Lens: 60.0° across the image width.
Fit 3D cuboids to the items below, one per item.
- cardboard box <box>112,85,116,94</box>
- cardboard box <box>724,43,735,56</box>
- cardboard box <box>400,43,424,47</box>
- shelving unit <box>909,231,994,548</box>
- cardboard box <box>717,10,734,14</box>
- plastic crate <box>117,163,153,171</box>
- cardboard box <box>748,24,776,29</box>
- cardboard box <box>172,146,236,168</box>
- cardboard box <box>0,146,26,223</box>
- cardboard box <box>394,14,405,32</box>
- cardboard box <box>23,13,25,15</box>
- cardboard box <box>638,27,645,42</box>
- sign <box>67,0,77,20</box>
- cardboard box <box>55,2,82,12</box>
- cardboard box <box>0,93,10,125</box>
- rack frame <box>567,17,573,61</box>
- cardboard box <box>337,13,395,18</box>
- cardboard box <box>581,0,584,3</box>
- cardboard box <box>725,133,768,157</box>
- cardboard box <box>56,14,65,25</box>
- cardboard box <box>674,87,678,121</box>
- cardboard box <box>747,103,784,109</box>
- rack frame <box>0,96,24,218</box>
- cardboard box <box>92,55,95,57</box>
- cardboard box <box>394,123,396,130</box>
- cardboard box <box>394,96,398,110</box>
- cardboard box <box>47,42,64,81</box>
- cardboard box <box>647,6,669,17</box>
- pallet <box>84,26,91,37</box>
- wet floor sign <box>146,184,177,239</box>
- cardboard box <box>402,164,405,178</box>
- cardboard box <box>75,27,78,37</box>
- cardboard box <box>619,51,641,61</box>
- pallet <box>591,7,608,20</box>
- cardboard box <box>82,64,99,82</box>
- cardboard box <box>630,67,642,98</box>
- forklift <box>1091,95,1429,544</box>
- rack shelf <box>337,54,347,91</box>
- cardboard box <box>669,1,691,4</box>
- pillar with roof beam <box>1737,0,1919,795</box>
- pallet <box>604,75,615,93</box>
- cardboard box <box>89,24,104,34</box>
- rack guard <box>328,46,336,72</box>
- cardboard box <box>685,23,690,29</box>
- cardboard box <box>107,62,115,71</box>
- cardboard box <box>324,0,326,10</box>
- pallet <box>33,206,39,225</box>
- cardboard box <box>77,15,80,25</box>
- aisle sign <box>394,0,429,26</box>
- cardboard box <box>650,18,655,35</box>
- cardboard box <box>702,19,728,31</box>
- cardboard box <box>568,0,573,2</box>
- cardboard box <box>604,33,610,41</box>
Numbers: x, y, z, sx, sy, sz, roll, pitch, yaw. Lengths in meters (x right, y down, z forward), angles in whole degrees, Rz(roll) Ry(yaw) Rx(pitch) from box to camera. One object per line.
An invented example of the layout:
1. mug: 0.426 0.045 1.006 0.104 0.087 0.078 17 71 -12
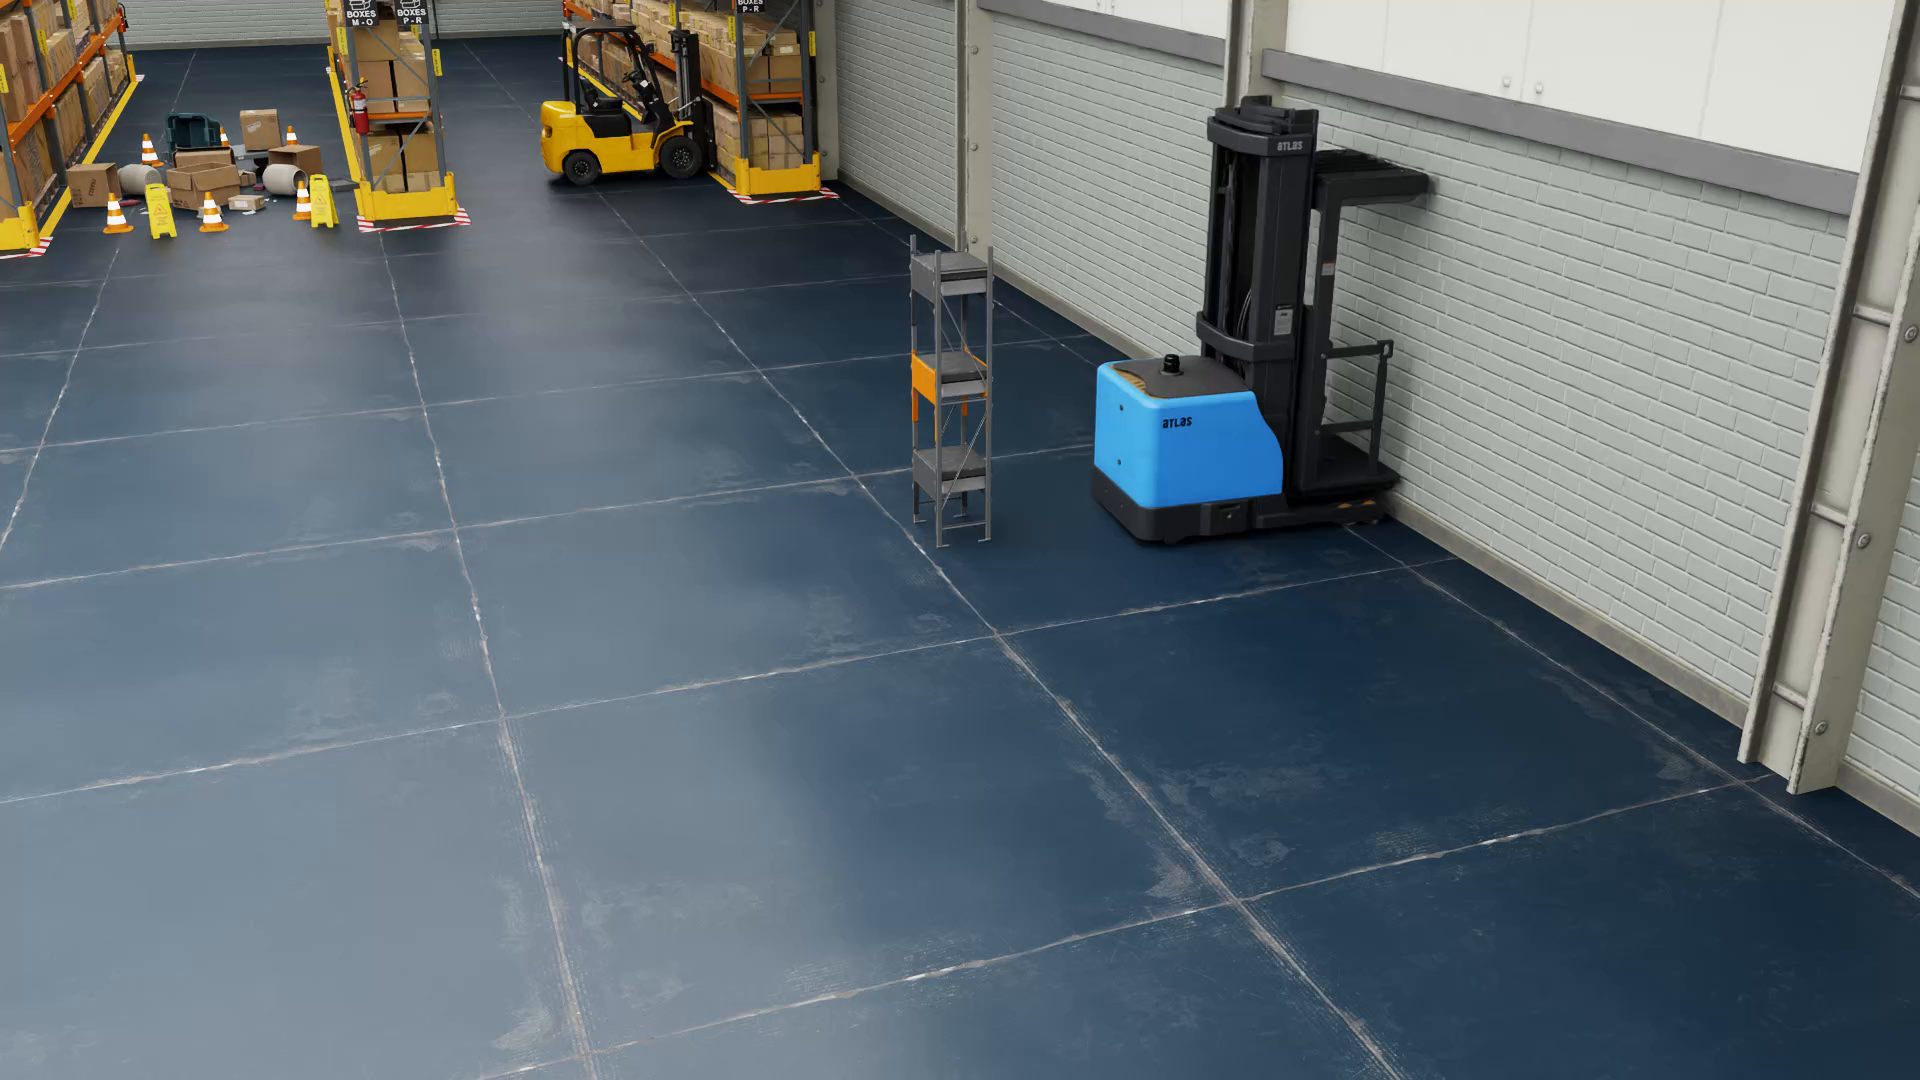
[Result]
1. cardboard box: -15.866 -8.335 30.794 0.380 0.149 0.250 -9 25 -21
2. cardboard box: -3.064 -6.839 23.149 0.380 0.149 0.250 -8 24 -18
3. cardboard box: -7.665 -6.585 22.999 0.500 0.500 0.500 -9 24 -20
4. shelving unit: -0.058 -1.028 11.485 0.431 2.100 0.503 -8 24 -19
5. cardboard box: -3.579 -8.178 25.945 0.380 0.149 0.250 -8 24 -19
6. plastic crate: -11.924 -5.220 23.819 0.450 0.188 0.662 -6 21 12
7. cardboard box: -2.837 -7.329 23.929 0.380 0.149 0.250 -8 24 -17
8. cardboard box: -10.530 -5.177 23.209 0.797 0.637 0.503 -8 24 -19
9. cardboard box: -12.100 -4.371 20.453 0.875 0.875 0.875 -8 24 -19
10. cardboard box: -8.514 -7.675 25.044 0.500 0.500 0.500 -8 24 -18
11. cardboard box: -13.392 -7.059 23.220 0.700 0.500 0.500 -9 24 -20
12. cardboard box: -5.286 -8.777 28.905 0.500 0.250 0.500 -9 24 -20
13. sign: -14.106 -8.437 26.414 0.100 0.325 0.005 -8 24 -19
14. cardboard box: -15.435 -9.225 28.792 0.380 0.149 0.250 -8 24 -19
15. cardboard box: -12.187 -5.314 20.302 0.875 0.550 0.550 -8 24 -19
16. rack frame: -8.213 -12.131 36.670 1.000 3.000 0.127 -8 24 -19
17. cardboard box: -7.760 -6.619 21.794 0.700 0.500 0.500 -8 24 -18
18. cardboard box: -7.563 -11.260 34.414 0.500 0.250 0.500 -9 24 -19
19. cardboard box: -3.025 -5.608 23.550 0.500 0.250 0.500 -9 24 -20
20. cardboard box: -14.608 -8.374 26.772 0.380 0.149 0.250 -8 24 -19
21. cardboard box: -4.169 -7.058 27.151 0.875 0.625 0.625 -7 24 -17
22. cardboard box: -2.900 -6.269 24.475 0.500 0.250 0.500 -9 24 -19
23. rack frame: -11.798 -4.919 19.559 1.000 3.000 0.127 -8 24 -19
24. cardboard box: -17.373 -9.566 32.948 0.380 0.149 0.250 -8 24 -18
25. cardboard box: -7.794 -5.812 23.712 0.500 0.500 0.500 -7 24 -16
26. cardboard box: -7.232 -5.761 21.879 0.380 0.149 0.250 -8 24 -18
27. cardboard box: -13.499 -7.012 24.396 0.500 0.500 0.500 -8 24 -19
28. cardboard box: -5.084 -8.945 28.148 0.380 0.149 0.250 -8 24 -18
29. pallet: -15.904 -8.893 29.235 1.003 0.211 1.213 -8 24 -19
30. wet floor sign: -9.936 -4.095 20.636 0.267 0.644 0.232 -13 26 -28
31. cardboard box: -7.607 -5.276 23.404 0.500 0.250 0.500 -7 24 -15
32. cardboard box: -14.977 -8.484 27.799 0.380 0.149 0.250 -8 24 -17
33. cardboard box: -6.241 -9.195 31.547 0.380 0.149 0.250 -10 25 -22
34. pallet: -6.620 -10.284 32.534 1.003 0.211 1.213 -8 24 -19
35. cardboard box: -15.169 -8.052 28.704 0.500 0.250 0.500 -9 25 -21
36. cardboard box: -5.737 -8.390 30.472 0.500 0.500 0.500 -8 24 -17
37. forklift: 2.554 -1.634 11.852 3.031 2.935 1.130 -7 24 -16
38. rack shelf: -9.323 -7.484 26.570 1.077 0.370 4.000 -8 24 -19
39. cardboard box: -4.851 -9.297 28.981 0.380 0.149 0.250 -8 24 -19
40. pillar with roof beam: 0.368 -2.328 5.686 9.100 9.000 0.400 -8 24 -19
41. pallet: -6.477 -9.102 33.074 1.003 0.211 1.213 -8 24 -19
42. cardboard box: -15.832 -9.311 30.303 0.380 0.149 0.250 -7 24 -17
43. rack guard: -12.864 -10.305 35.557 1.175 0.500 0.348 -8 24 -19
44. cardboard box: -4.015 -7.870 25.596 0.380 0.149 0.250 -8 24 -18
45. cardboard box: -16.270 -8.975 31.547 0.380 0.149 0.250 -8 24 -18
46. cardboard box: -12.954 -11.281 34.524 0.500 0.500 0.500 -9 24 -19
47. pallet: -12.154 -3.914 20.764 1.003 0.211 1.213 -8 24 -19
48. cardboard box: -15.163 -8.809 28.188 0.380 0.149 0.250 -7 24 -17
49. aisle sign: -6.891 -6.853 20.800 0.394 0.787 0.004 -8 24 -19
50. cardboard box: -4.911 -8.634 27.922 0.500 0.250 0.500 -8 24 -18
51. cardboard box: -3.610 -7.639 24.665 0.380 0.149 0.250 -8 24 -19
52. cardboard box: -8.354 -11.858 36.346 0.380 0.149 0.250 -9 24 -19
53. cardboard box: -6.866 -9.997 33.065 0.380 0.149 0.250 -9 24 -20
